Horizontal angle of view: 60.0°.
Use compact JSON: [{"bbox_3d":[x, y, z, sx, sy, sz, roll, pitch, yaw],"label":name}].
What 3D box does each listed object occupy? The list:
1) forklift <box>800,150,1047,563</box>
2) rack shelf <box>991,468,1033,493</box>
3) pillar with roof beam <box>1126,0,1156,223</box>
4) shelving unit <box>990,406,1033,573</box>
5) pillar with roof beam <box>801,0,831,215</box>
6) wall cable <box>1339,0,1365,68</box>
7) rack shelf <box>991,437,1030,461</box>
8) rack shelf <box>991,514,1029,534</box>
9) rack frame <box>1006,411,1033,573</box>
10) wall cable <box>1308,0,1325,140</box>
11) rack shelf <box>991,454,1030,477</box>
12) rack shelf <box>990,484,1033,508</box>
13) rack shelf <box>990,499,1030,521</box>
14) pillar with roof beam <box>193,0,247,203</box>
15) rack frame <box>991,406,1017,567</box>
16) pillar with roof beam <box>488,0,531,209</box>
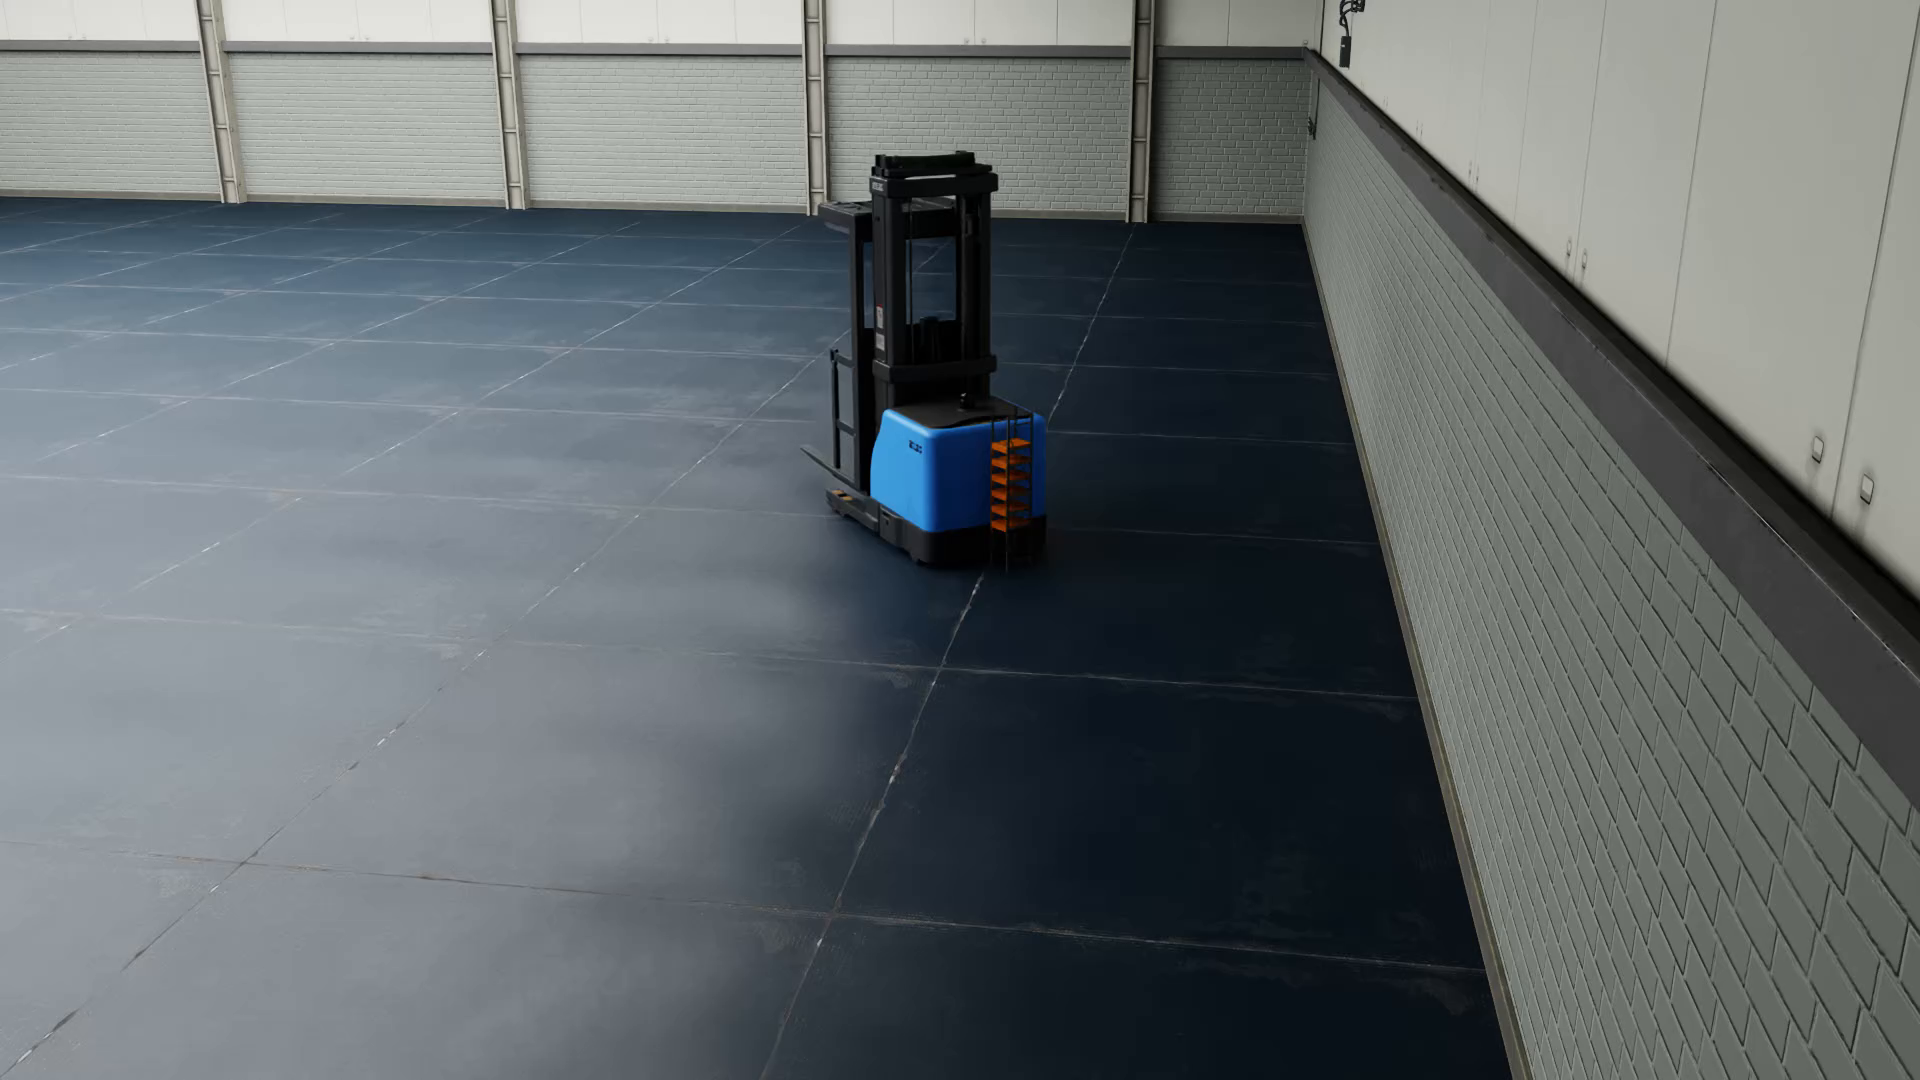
[{"bbox_3d":[-0.452,-1.639,13.350,1.130,2.935,3.031,-9,21,-25],"label":"forklift"},{"bbox_3d":[0.381,-0.441,12.258,0.258,0.103,0.180,-14,23,-35],"label":"rack shelf"},{"bbox_3d":[2.571,-8.779,25.127,0.400,9.000,9.100,3,19,9],"label":"pillar with roof beam"},{"bbox_3d":[0.382,-0.370,12.282,0.258,1.200,0.189,-14,23,-35],"label":"shelving unit"},{"bbox_3d":[-3.353,-9.081,26.029,0.400,9.000,9.100,3,19,9],"label":"pillar with roof beam"},{"bbox_3d":[4.432,-8.205,18.050,0.169,6.003,2.305,3,19,9],"label":"wall cable"},{"bbox_3d":[0.381,-0.669,12.182,0.258,0.103,0.180,-14,23,-35],"label":"rack shelf"},{"bbox_3d":[0.382,-0.100,12.373,0.258,0.103,0.180,-14,23,-35],"label":"rack shelf"},{"bbox_3d":[0.437,-0.347,12.214,0.240,1.200,0.006,-14,23,-35],"label":"rack frame"},{"bbox_3d":[5.953,-8.093,27.969,0.112,2.526,3.097,3,19,9],"label":"wall cable"},{"bbox_3d":[0.381,-0.555,12.220,0.258,0.103,0.180,-14,23,-35],"label":"rack shelf"},{"bbox_3d":[0.382,-0.328,12.297,0.258,0.103,0.180,-14,23,-35],"label":"rack shelf"},{"bbox_3d":[0.382,-0.214,12.335,0.258,0.103,0.180,-14,23,-35],"label":"rack shelf"},{"bbox_3d":[-15.201,-9.685,27.834,0.400,9.000,9.100,3,19,9],"label":"pillar with roof beam"},{"bbox_3d":[0.326,-0.393,12.351,0.240,1.200,0.006,-14,23,-35],"label":"rack frame"},{"bbox_3d":[-9.277,-9.383,26.932,0.400,9.000,9.100,3,19,9],"label":"pillar with roof beam"}]
